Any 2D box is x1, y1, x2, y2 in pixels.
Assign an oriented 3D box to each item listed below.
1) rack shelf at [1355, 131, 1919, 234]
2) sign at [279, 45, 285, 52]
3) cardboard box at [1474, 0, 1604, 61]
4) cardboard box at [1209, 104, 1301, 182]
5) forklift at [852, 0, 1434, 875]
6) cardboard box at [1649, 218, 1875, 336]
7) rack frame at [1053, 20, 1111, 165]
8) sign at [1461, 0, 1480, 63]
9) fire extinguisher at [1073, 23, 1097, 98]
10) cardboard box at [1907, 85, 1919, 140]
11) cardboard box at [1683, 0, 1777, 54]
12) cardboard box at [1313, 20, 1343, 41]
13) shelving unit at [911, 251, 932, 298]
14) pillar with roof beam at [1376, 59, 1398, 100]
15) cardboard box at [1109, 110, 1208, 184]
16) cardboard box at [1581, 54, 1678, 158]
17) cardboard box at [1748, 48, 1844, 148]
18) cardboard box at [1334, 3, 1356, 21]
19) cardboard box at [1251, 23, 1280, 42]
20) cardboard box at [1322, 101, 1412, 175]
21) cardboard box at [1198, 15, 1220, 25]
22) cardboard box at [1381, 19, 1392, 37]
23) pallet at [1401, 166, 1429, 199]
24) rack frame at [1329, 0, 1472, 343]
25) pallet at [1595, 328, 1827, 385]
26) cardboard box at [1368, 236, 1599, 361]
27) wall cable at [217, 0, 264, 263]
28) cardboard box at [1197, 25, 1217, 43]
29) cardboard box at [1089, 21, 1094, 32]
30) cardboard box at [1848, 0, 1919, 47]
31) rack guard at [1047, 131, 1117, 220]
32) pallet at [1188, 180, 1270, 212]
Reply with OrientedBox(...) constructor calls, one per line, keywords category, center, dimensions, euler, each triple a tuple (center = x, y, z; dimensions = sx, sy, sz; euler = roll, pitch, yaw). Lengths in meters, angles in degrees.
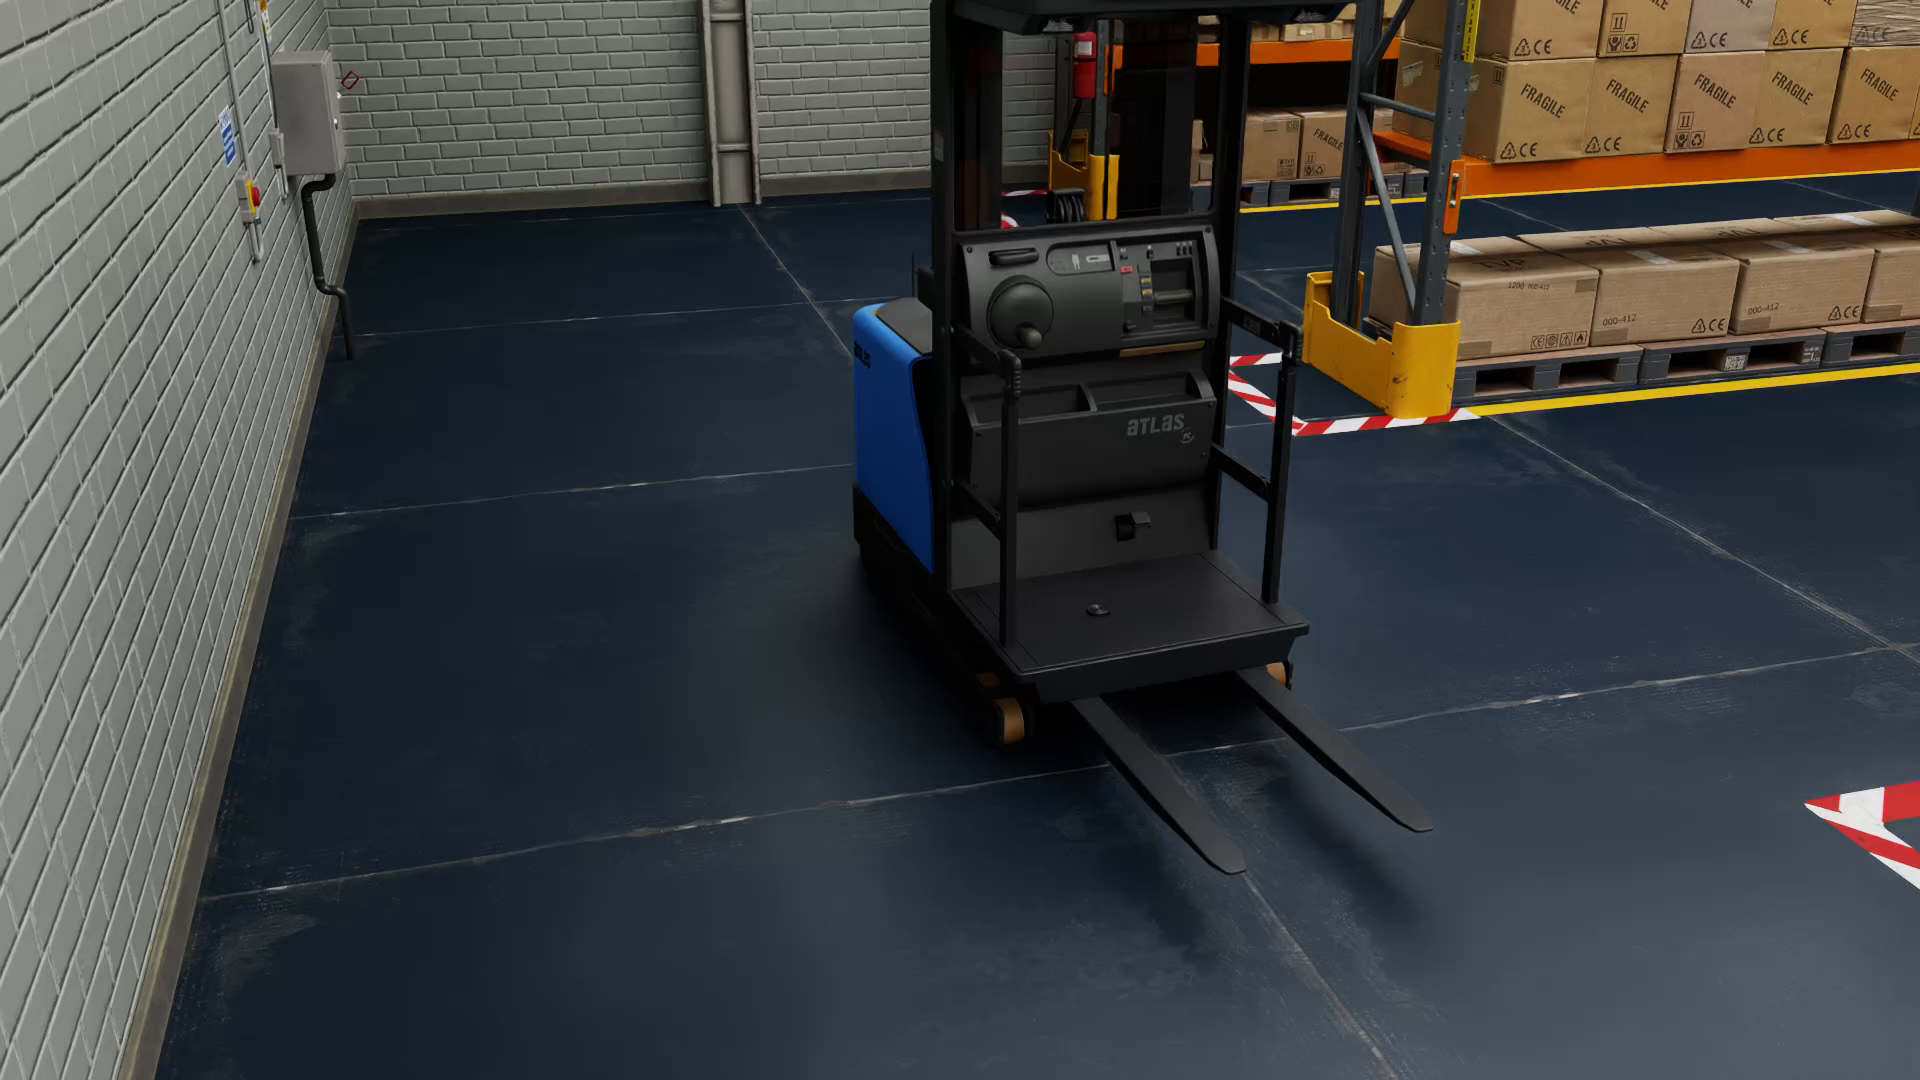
OrientedBox(category="rack shelf", center=(4.243, -2.131, 9.325), dimensions=(4.000, 0.370, 1.077), euler=(-6, 24, -14))
OrientedBox(category="sign", center=(-3.865, -2.574, 9.565), dimensions=(0.001, 0.494, 0.329), euler=(-6, 24, -14))
OrientedBox(category="cardboard box", center=(2.856, -2.697, 8.337), dimensions=(0.500, 0.500, 0.500), euler=(-7, 24, -16))
OrientedBox(category="cardboard box", center=(2.421, -3.282, 13.733), dimensions=(0.500, 0.500, 0.700), euler=(-5, 24, -12))
OrientedBox(category="forklift", center=(0.529, -0.833, 5.475), dimensions=(1.130, 2.935, 3.031), euler=(-8, 25, -18))
OrientedBox(category="cardboard box", center=(4.673, -1.569, 9.818), dimensions=(0.875, 0.438, 0.875), euler=(-7, 24, -16))
OrientedBox(category="rack frame", center=(0.973, -4.133, 13.077), dimensions=(0.127, 3.000, 1.000), euler=(-6, 24, -14))
OrientedBox(category="sign", center=(2.461, -2.472, 8.008), dimensions=(0.005, 0.325, 0.100), euler=(-6, 24, -14))
OrientedBox(category="fire extinguisher", center=(0.956, -3.735, 12.721), dimensions=(0.183, 0.674, 0.296), euler=(-6, 24, -14))
OrientedBox(category="cardboard box", center=(5.297, -2.517, 9.186), dimensions=(0.500, 0.500, 0.500), euler=(-7, 24, -16))
OrientedBox(category="cardboard box", center=(3.845, -2.813, 8.606), dimensions=(0.500, 0.500, 0.500), euler=(-6, 24, -15))
OrientedBox(category="cardboard box", center=(2.865, -4.102, 13.325), dimensions=(0.250, 0.149, 0.380), euler=(-6, 24, -13))
OrientedBox(category="shelving unit", center=(-0.076, -0.647, 7.236), dimensions=(0.189, 1.200, 0.258), euler=(-9, 25, -20))
OrientedBox(category="pillar with roof beam", center=(5.073, -5.949, 9.703), dimensions=(0.400, 9.000, 9.100), euler=(-6, 24, -14))
OrientedBox(category="cardboard box", center=(1.587, -3.208, 13.555), dimensions=(0.637, 0.503, 0.797), euler=(-7, 24, -16))
OrientedBox(category="cardboard box", center=(3.337, -2.301, 8.682), dimensions=(0.500, 0.500, 0.500), euler=(-7, 24, -15))
OrientedBox(category="cardboard box", center=(4.309, -2.408, 8.932), dimensions=(0.500, 0.500, 0.500), euler=(-6, 24, -13))
OrientedBox(category="cardboard box", center=(2.942, -4.318, 13.323), dimensions=(0.500, 0.250, 0.500), euler=(-7, 24, -16))
OrientedBox(category="cardboard box", center=(2.354, -4.068, 13.245), dimensions=(0.250, 0.149, 0.380), euler=(-6, 24, -14))
OrientedBox(category="cardboard box", center=(3.420, -3.393, 13.991), dimensions=(0.500, 0.500, 0.700), euler=(-7, 24, -16))
OrientedBox(category="cardboard box", center=(1.968, -4.200, 13.048), dimensions=(0.500, 0.250, 0.500), euler=(-6, 24, -14))
OrientedBox(category="cardboard box", center=(3.320, -4.200, 13.553), dimensions=(0.250, 0.149, 0.380), euler=(-6, 24, -14))
OrientedBox(category="pallet", center=(4.163, -3.204, 14.451), dimensions=(1.213, 0.211, 1.003), euler=(-6, 24, -14))
OrientedBox(category="rack frame", center=(2.317, -2.249, 8.687), dimensions=(0.127, 3.000, 1.000), euler=(-6, 24, -14))
OrientedBox(category="pallet", center=(4.238, -1.211, 9.804), dimensions=(1.213, 0.211, 1.003), euler=(-6, 24, -14))
OrientedBox(category="cardboard box", center=(2.926, -1.372, 9.361), dimensions=(0.875, 0.438, 0.875), euler=(-7, 24, -16))
OrientedBox(category="wall cable", center=(-3.105, -2.120, 7.060), dimensions=(0.123, 1.953, 0.585), euler=(-6, 24, -14))
OrientedBox(category="cardboard box", center=(1.840, -4.034, 13.166), dimensions=(0.250, 0.149, 0.380), euler=(-7, 24, -15))
OrientedBox(category="cardboard box", center=(1.219, -4.154, 13.447), dimensions=(0.250, 0.149, 0.380), euler=(-7, 24, -15))
OrientedBox(category="cardboard box", center=(4.811, -2.916, 8.848), dimensions=(0.500, 0.500, 0.500), euler=(-6, 24, -14))
OrientedBox(category="rack guard", center=(1.046, -2.992, 13.589), dimensions=(0.348, 0.500, 1.175), euler=(-6, 24, -14))
OrientedBox(category="pallet", center=(1.813, -2.945, 13.845), dimensions=(1.213, 0.211, 1.003), euler=(-6, 24, -14))
